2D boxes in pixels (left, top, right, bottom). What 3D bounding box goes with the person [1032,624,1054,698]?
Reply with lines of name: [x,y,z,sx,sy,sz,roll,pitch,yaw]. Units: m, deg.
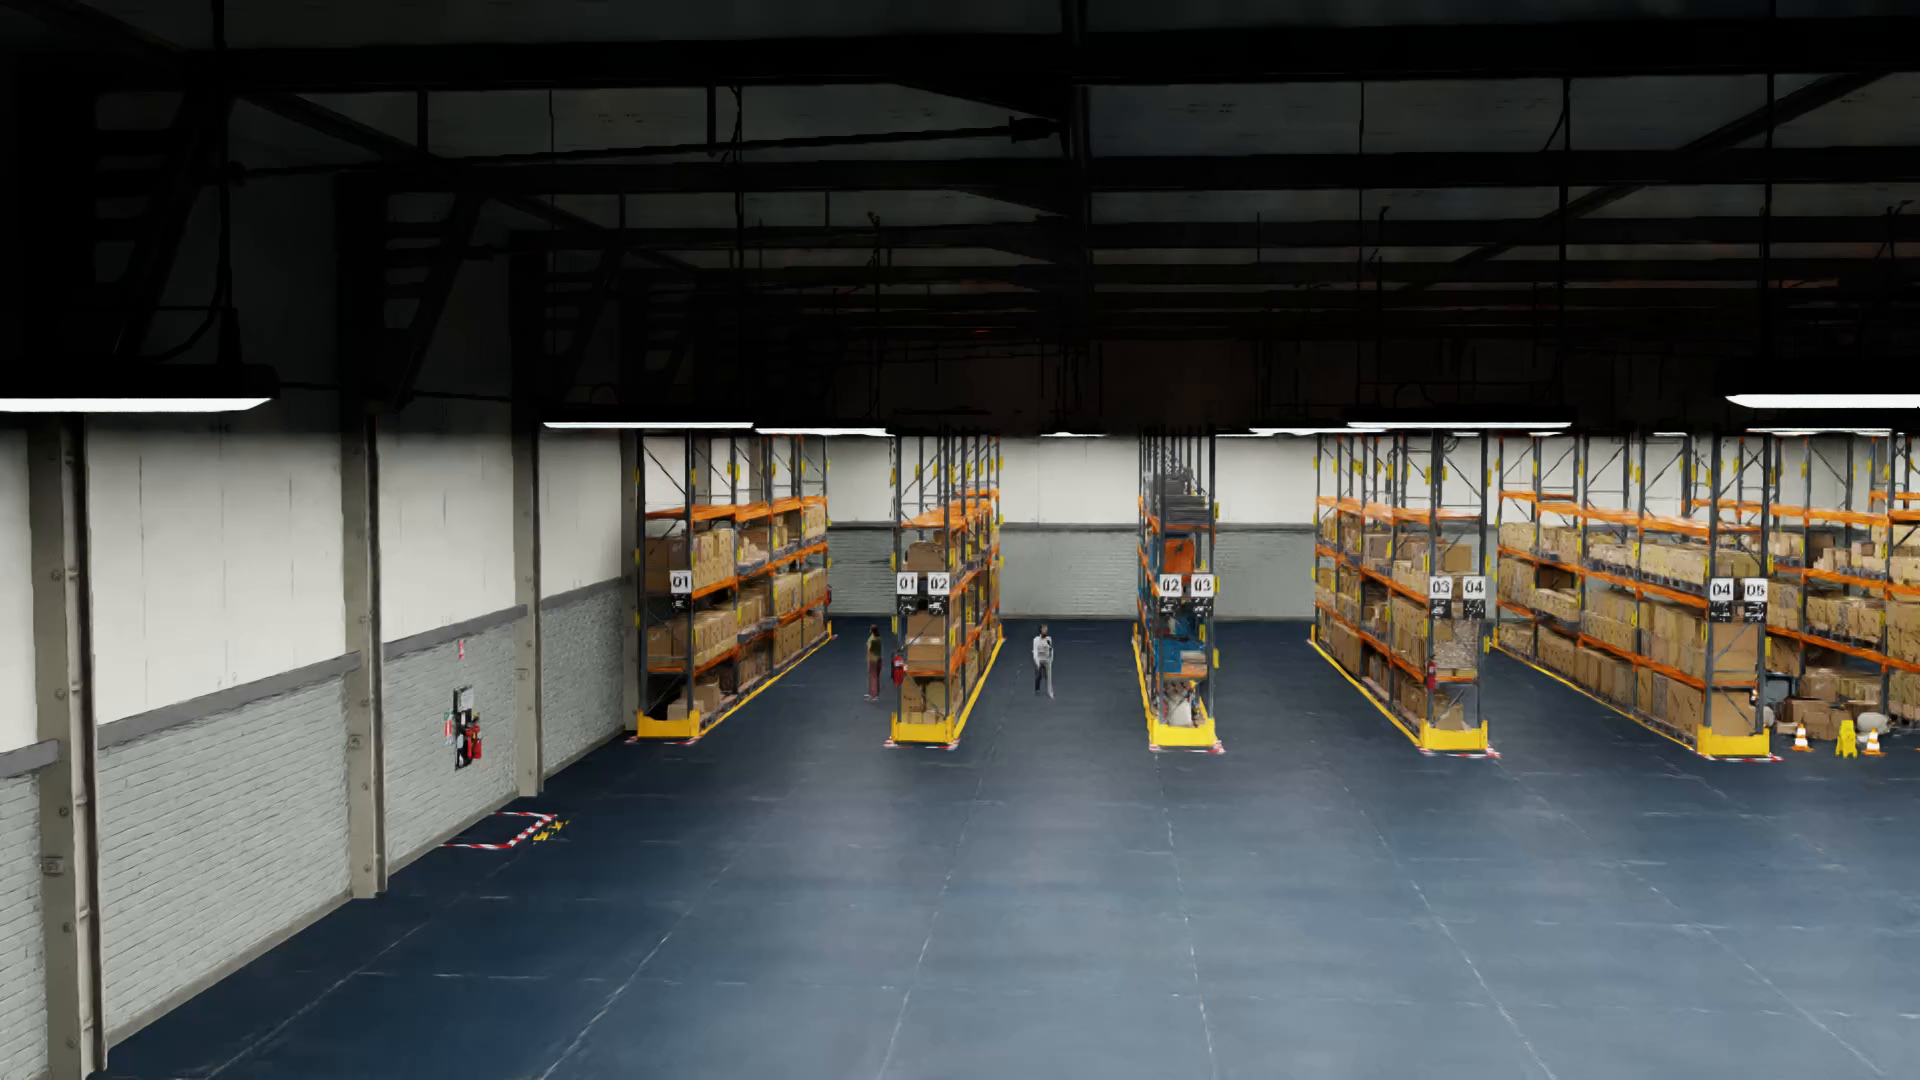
person: [1.833,2.653,36.796,0.482,1.608,0.979,0,3,-4]

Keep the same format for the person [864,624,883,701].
person: [-1.920,2.660,36.375,0.477,1.675,0.493,2,4,36]
